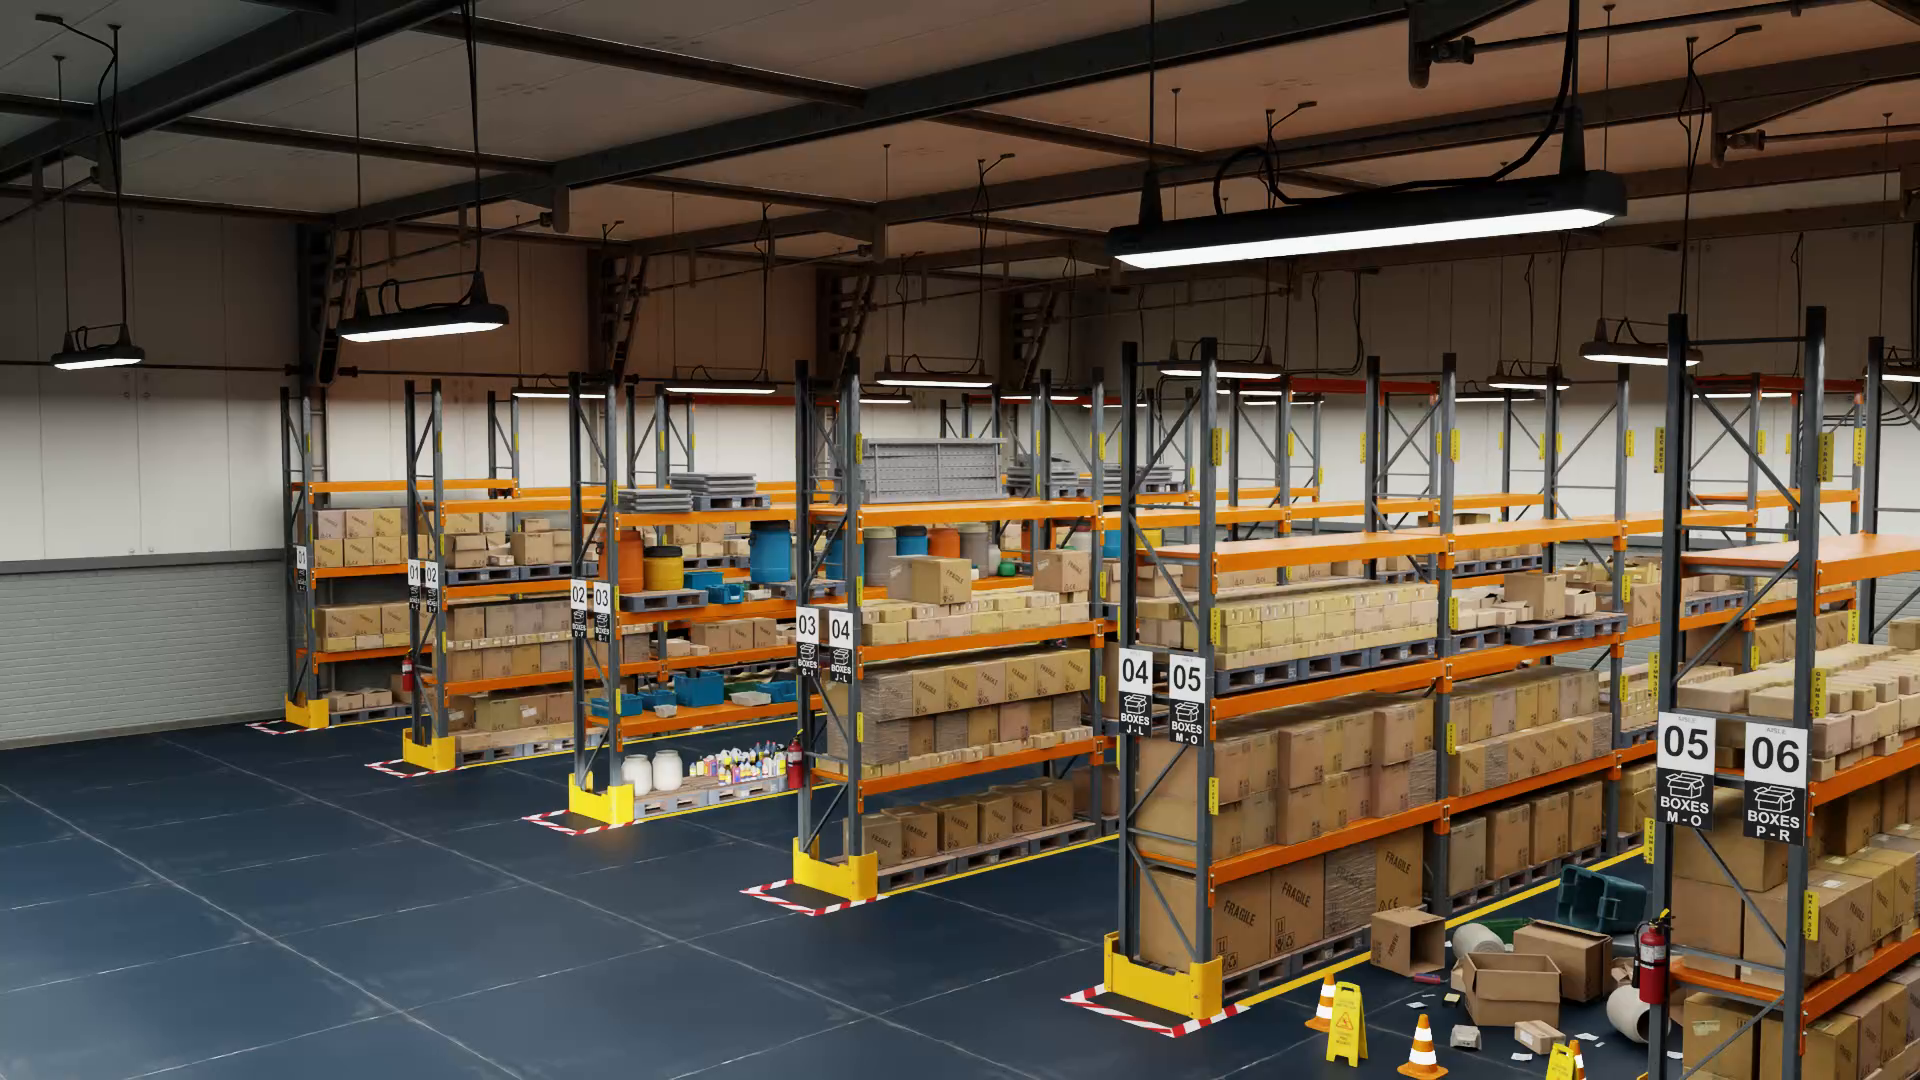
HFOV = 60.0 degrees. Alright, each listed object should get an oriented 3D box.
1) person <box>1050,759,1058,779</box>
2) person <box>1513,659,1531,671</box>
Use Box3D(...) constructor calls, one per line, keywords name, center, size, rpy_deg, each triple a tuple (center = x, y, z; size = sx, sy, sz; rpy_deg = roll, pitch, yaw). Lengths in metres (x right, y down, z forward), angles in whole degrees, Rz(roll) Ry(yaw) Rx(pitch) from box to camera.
Box3D(name="person", center=(1.243, 2.779, 24.013), size=(0.367, 1.698, 0.513), rpy_deg=(2, 4, 30))
Box3D(name="person", center=(8.706, 2.632, 26.028), size=(0.581, 1.777, 0.560), rpy_deg=(0, 4, 8))
